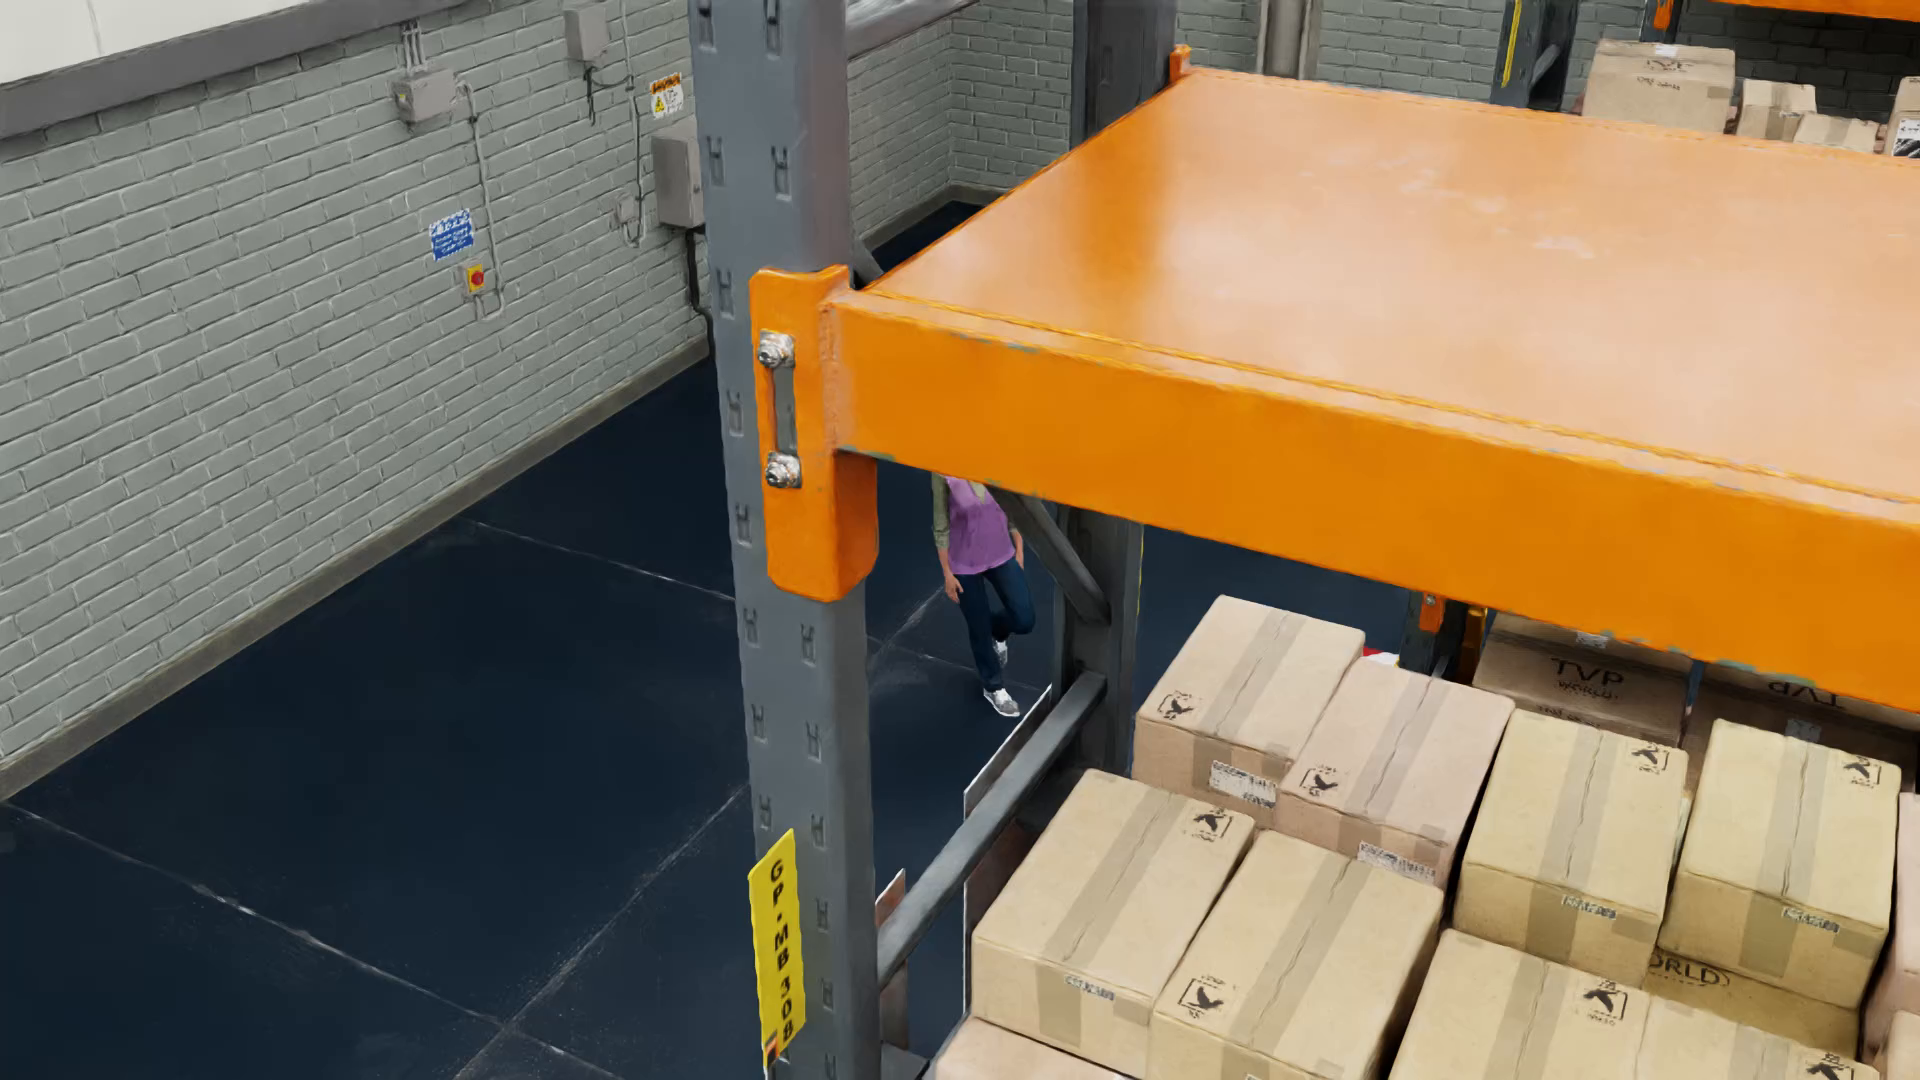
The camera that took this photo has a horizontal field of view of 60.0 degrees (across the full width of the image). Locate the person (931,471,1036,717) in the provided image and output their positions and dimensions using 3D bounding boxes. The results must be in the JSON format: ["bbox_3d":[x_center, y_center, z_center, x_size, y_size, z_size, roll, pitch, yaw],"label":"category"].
[{"bbox_3d":[0.092,0.116,7.958,0.452,1.576,0.483,-12,33,-20],"label":"person"}]
